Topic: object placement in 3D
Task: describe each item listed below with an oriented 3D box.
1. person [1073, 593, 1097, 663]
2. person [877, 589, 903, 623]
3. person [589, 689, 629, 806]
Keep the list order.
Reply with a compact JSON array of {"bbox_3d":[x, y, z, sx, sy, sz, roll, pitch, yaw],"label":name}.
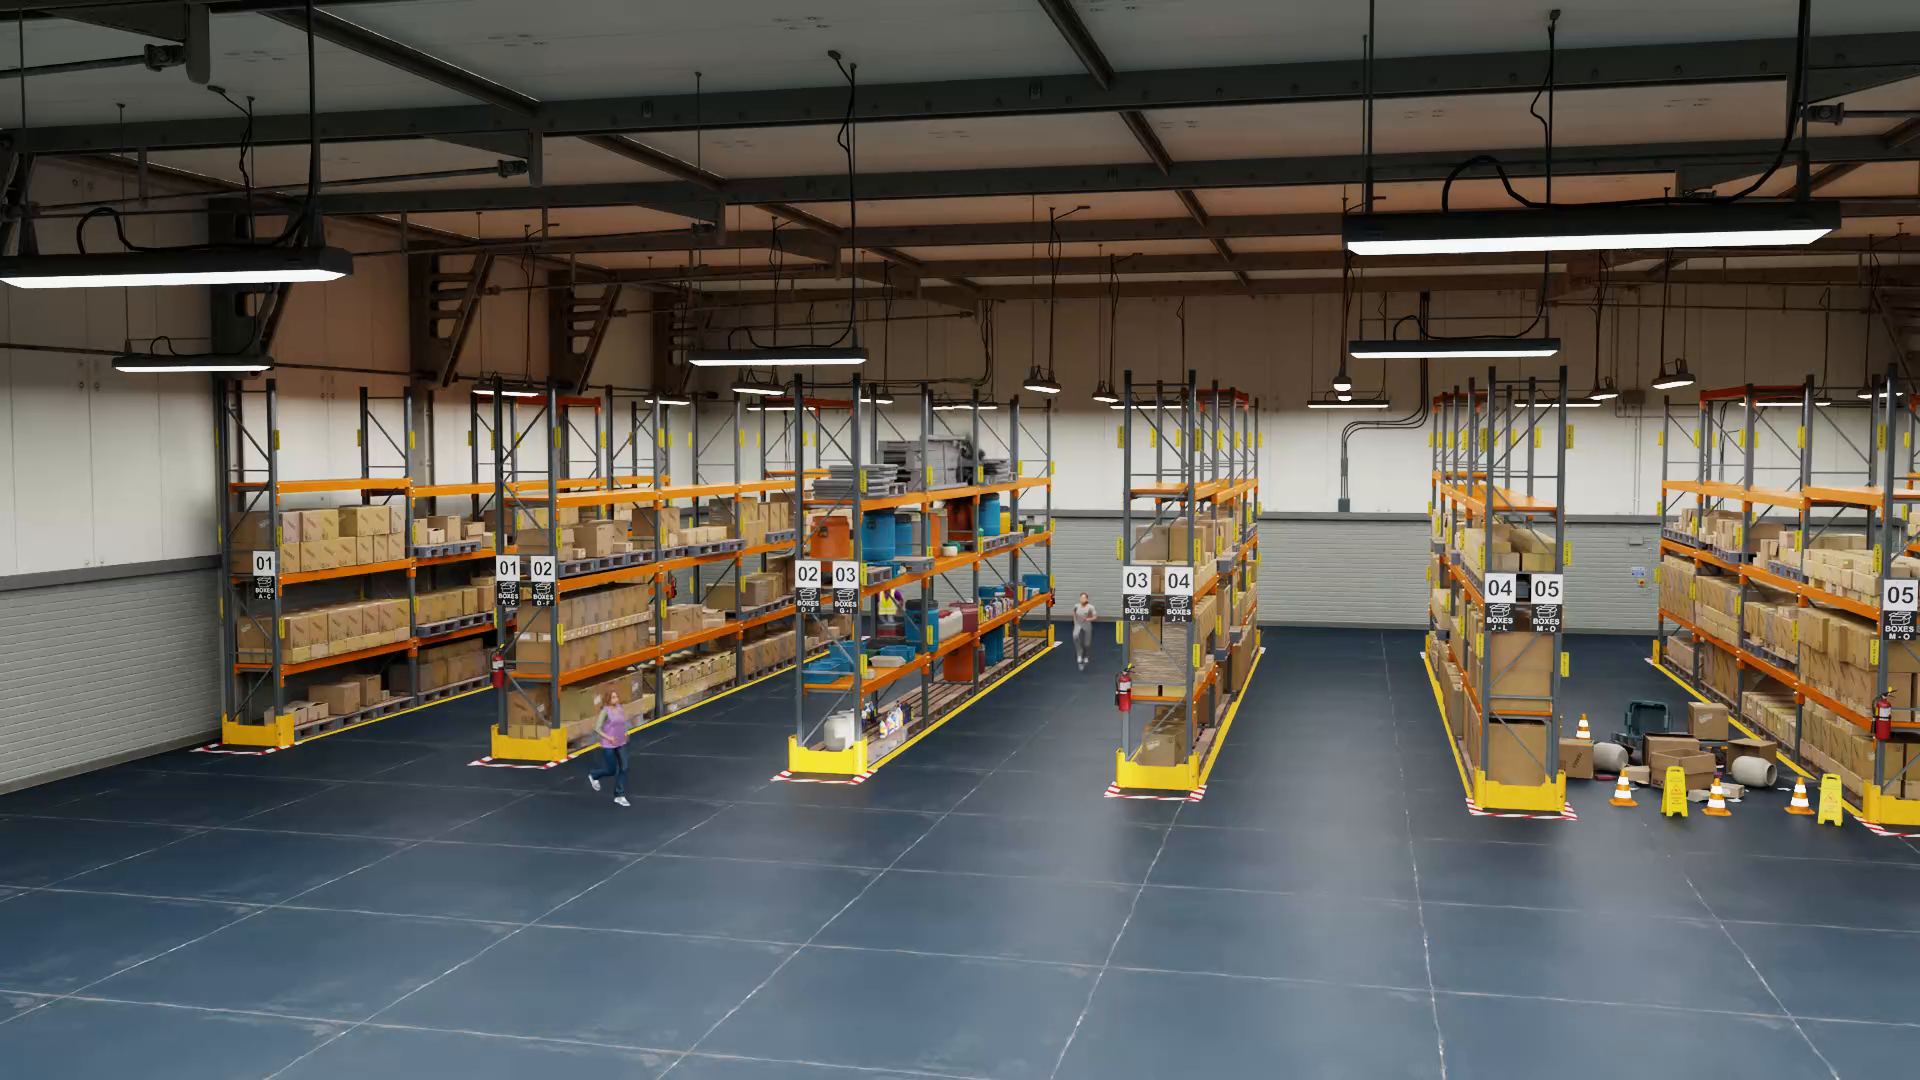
[{"bbox_3d":[2.735,1.928,36.425,0.535,1.576,0.972,1,3,9],"label":"person"},{"bbox_3d":[-1.733,1.785,39.185,0.684,1.780,0.705,1,3,9],"label":"person"},{"bbox_3d":[-4.820,2.850,22.982,0.752,1.586,0.545,3,4,38],"label":"person"}]
